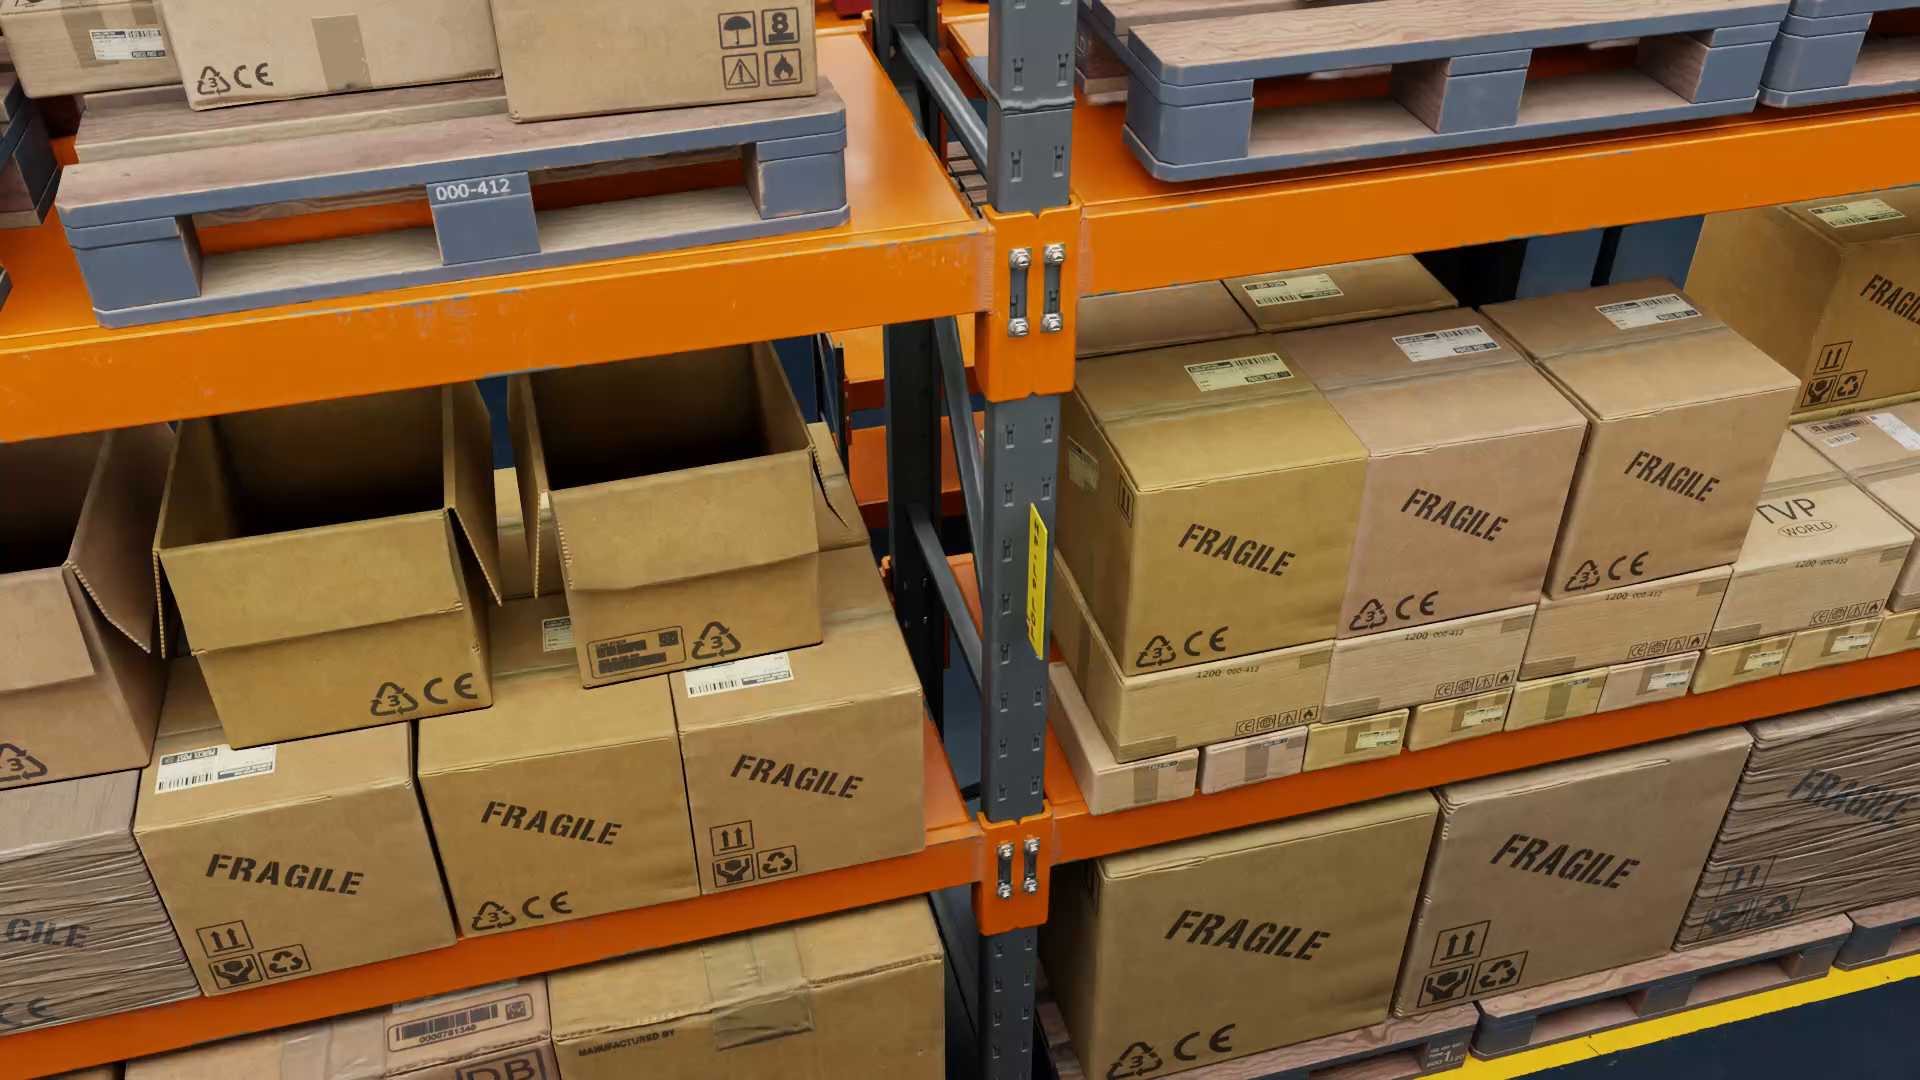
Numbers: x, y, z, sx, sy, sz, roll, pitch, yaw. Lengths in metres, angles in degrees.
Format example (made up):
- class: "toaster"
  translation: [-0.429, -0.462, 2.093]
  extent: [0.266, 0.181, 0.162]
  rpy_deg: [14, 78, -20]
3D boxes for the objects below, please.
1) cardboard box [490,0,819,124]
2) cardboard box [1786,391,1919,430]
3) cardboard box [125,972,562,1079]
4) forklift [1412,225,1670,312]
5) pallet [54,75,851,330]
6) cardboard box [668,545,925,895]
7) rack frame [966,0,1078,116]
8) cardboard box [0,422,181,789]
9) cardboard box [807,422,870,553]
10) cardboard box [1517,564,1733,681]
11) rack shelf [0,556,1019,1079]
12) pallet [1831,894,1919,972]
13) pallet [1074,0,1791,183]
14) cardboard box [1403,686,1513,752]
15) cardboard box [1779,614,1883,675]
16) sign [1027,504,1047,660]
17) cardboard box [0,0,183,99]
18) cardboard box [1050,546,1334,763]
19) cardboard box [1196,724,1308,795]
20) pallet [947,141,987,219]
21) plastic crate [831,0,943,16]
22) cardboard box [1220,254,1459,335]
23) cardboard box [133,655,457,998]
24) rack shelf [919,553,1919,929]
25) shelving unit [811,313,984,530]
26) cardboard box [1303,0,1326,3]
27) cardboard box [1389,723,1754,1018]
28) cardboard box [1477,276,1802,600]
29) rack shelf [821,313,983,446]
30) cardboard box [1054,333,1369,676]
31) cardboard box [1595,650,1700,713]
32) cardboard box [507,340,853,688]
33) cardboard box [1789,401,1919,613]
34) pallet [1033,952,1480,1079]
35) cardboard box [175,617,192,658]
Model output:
- class: "cardboard box"
  translation: [-0.558, -1.104, 2.828]
  extent: [0.500, 0.500, 0.700]
  rpy_deg: [-8, 38, -11]
- class: "cardboard box"
  translation: [2.341, -0.415, 4.702]
  extent: [0.500, 0.250, 0.500]
  rpy_deg: [-11, 39, -13]
- class: "cardboard box"
  translation: [-1.476, 1.128, 4.210]
  extent: [0.875, 0.875, 1.225]
  rpy_deg: [-11, 39, -14]
- class: "forklift"
  translation: [2.148, -1.745, 6.619]
  extent: [3.031, 2.935, 1.130]
  rpy_deg: [-14, 40, -18]
- class: "pallet"
  translation: [-0.873, -0.746, 2.944]
  extent: [1.217, 0.209, 0.805]
  rpy_deg: [-11, 39, -14]
- class: "cardboard box"
  translation: [-0.381, 0.390, 3.689]
  extent: [0.500, 0.500, 0.500]
  rpy_deg: [-9, 38, -12]
- class: "rack frame"
  translation: [-0.001, -2.187, 2.203]
  extent: [0.127, 3.000, 1.000]
  rpy_deg: [-9, 38, -12]
- class: "cardboard box"
  translation: [-1.877, 0.073, 3.278]
  extent: [0.637, 0.503, 0.797]
  rpy_deg: [-8, 38, -10]
- class: "cardboard box"
  translation: [-0.510, 0.082, 4.091]
  extent: [0.500, 0.500, 0.500]
  rpy_deg: [-9, 38, -12]
- class: "cardboard box"
  translation: [1.501, 0.055, 4.088]
  extent: [0.500, 0.250, 0.500]
  rpy_deg: [-8, 38, -11]
- class: "rack shelf"
  translation: [-1.932, 0.798, 3.830]
  extent: [4.000, 0.370, 1.077]
  rpy_deg: [-9, 38, -12]
- class: "pallet"
  translation: [3.109, 0.842, 5.475]
  extent: [1.213, 0.211, 1.003]
  rpy_deg: [-9, 38, -12]
- class: "pallet"
  translation: [0.792, -1.084, 3.302]
  extent: [1.213, 0.211, 1.003]
  rpy_deg: [-9, 38, -12]
- class: "cardboard box"
  translation: [1.133, 0.317, 4.073]
  extent: [0.250, 0.149, 0.380]
  rpy_deg: [-10, 39, -13]
- class: "cardboard box"
  translation: [2.127, 0.153, 4.287]
  extent: [0.250, 0.149, 0.380]
  rpy_deg: [-9, 38, -11]
- class: "sign"
  translation: [0.150, 0.084, 3.284]
  extent: [0.005, 0.325, 0.100]
  rpy_deg: [-9, 38, -12]
- class: "cardboard box"
  translation: [-1.477, -0.915, 2.869]
  extent: [0.250, 0.149, 0.380]
  rpy_deg: [-11, 39, -14]
- class: "cardboard box"
  translation: [0.521, 0.216, 3.877]
  extent: [0.500, 0.250, 0.500]
  rpy_deg: [-10, 39, -13]
- class: "cardboard box"
  translation: [0.625, 0.402, 3.962]
  extent: [0.250, 0.149, 0.380]
  rpy_deg: [-11, 39, -13]
- class: "pallet"
  translation: [0.588, -1.937, 9.108]
  extent: [1.213, 0.211, 1.003]
  rpy_deg: [-9, 38, -12]
- class: "plastic crate"
  translation: [-0.365, -2.753, 7.778]
  extent: [0.583, 0.464, 0.402]
  rpy_deg: [-9, 38, -12]
- class: "cardboard box"
  translation: [0.858, -0.467, 4.154]
  extent: [0.500, 0.500, 0.500]
  rpy_deg: [-9, 38, -11]
- class: "cardboard box"
  translation: [-1.363, 0.551, 3.478]
  extent: [0.500, 0.500, 0.500]
  rpy_deg: [-10, 38, -12]
- class: "rack shelf"
  translation: [1.930, 0.165, 4.658]
  extent: [4.000, 0.370, 1.077]
  rpy_deg: [-9, 38, -12]
- class: "shelving unit"
  translation: [0.007, -0.448, 6.410]
  extent: [1.048, 1.125, 0.538]
  rpy_deg: [-9, 38, -12]
- class: "cardboard box"
  translation: [0.739, -1.401, 3.134]
  extent: [0.500, 0.500, 0.700]
  rpy_deg: [-12, 39, -15]
- class: "cardboard box"
  translation: [1.526, 0.673, 4.805]
  extent: [0.875, 0.875, 0.875]
  rpy_deg: [-9, 38, -12]
- class: "cardboard box"
  translation: [1.507, -0.245, 3.863]
  extent: [0.500, 0.500, 0.500]
  rpy_deg: [-10, 39, -13]
- class: "rack shelf"
  translation: [0.007, -0.680, 6.232]
  extent: [1.000, 0.278, 0.538]
  rpy_deg: [-9, 38, -12]
- class: "cardboard box"
  translation: [0.528, -0.087, 3.656]
  extent: [0.500, 0.500, 0.500]
  rpy_deg: [-9, 38, -12]
- class: "cardboard box"
  translation: [1.623, 0.238, 4.177]
  extent: [0.250, 0.149, 0.380]
  rpy_deg: [-9, 38, -11]
- class: "cardboard box"
  translation: [-0.615, -0.136, 3.552]
  extent: [0.637, 0.503, 0.797]
  rpy_deg: [-10, 39, -13]
- class: "cardboard box"
  translation: [2.481, -0.103, 4.295]
  extent: [0.500, 0.250, 0.500]
  rpy_deg: [-11, 39, -13]
- class: "pallet"
  translation: [0.754, 1.229, 4.970]
  extent: [1.213, 0.211, 1.003]
  rpy_deg: [-9, 38, -12]
- class: "cardboard box"
  translation: [-1.478, 0.241, 3.883]
  extent: [0.500, 0.500, 0.500]
  rpy_deg: [-10, 39, -13]
